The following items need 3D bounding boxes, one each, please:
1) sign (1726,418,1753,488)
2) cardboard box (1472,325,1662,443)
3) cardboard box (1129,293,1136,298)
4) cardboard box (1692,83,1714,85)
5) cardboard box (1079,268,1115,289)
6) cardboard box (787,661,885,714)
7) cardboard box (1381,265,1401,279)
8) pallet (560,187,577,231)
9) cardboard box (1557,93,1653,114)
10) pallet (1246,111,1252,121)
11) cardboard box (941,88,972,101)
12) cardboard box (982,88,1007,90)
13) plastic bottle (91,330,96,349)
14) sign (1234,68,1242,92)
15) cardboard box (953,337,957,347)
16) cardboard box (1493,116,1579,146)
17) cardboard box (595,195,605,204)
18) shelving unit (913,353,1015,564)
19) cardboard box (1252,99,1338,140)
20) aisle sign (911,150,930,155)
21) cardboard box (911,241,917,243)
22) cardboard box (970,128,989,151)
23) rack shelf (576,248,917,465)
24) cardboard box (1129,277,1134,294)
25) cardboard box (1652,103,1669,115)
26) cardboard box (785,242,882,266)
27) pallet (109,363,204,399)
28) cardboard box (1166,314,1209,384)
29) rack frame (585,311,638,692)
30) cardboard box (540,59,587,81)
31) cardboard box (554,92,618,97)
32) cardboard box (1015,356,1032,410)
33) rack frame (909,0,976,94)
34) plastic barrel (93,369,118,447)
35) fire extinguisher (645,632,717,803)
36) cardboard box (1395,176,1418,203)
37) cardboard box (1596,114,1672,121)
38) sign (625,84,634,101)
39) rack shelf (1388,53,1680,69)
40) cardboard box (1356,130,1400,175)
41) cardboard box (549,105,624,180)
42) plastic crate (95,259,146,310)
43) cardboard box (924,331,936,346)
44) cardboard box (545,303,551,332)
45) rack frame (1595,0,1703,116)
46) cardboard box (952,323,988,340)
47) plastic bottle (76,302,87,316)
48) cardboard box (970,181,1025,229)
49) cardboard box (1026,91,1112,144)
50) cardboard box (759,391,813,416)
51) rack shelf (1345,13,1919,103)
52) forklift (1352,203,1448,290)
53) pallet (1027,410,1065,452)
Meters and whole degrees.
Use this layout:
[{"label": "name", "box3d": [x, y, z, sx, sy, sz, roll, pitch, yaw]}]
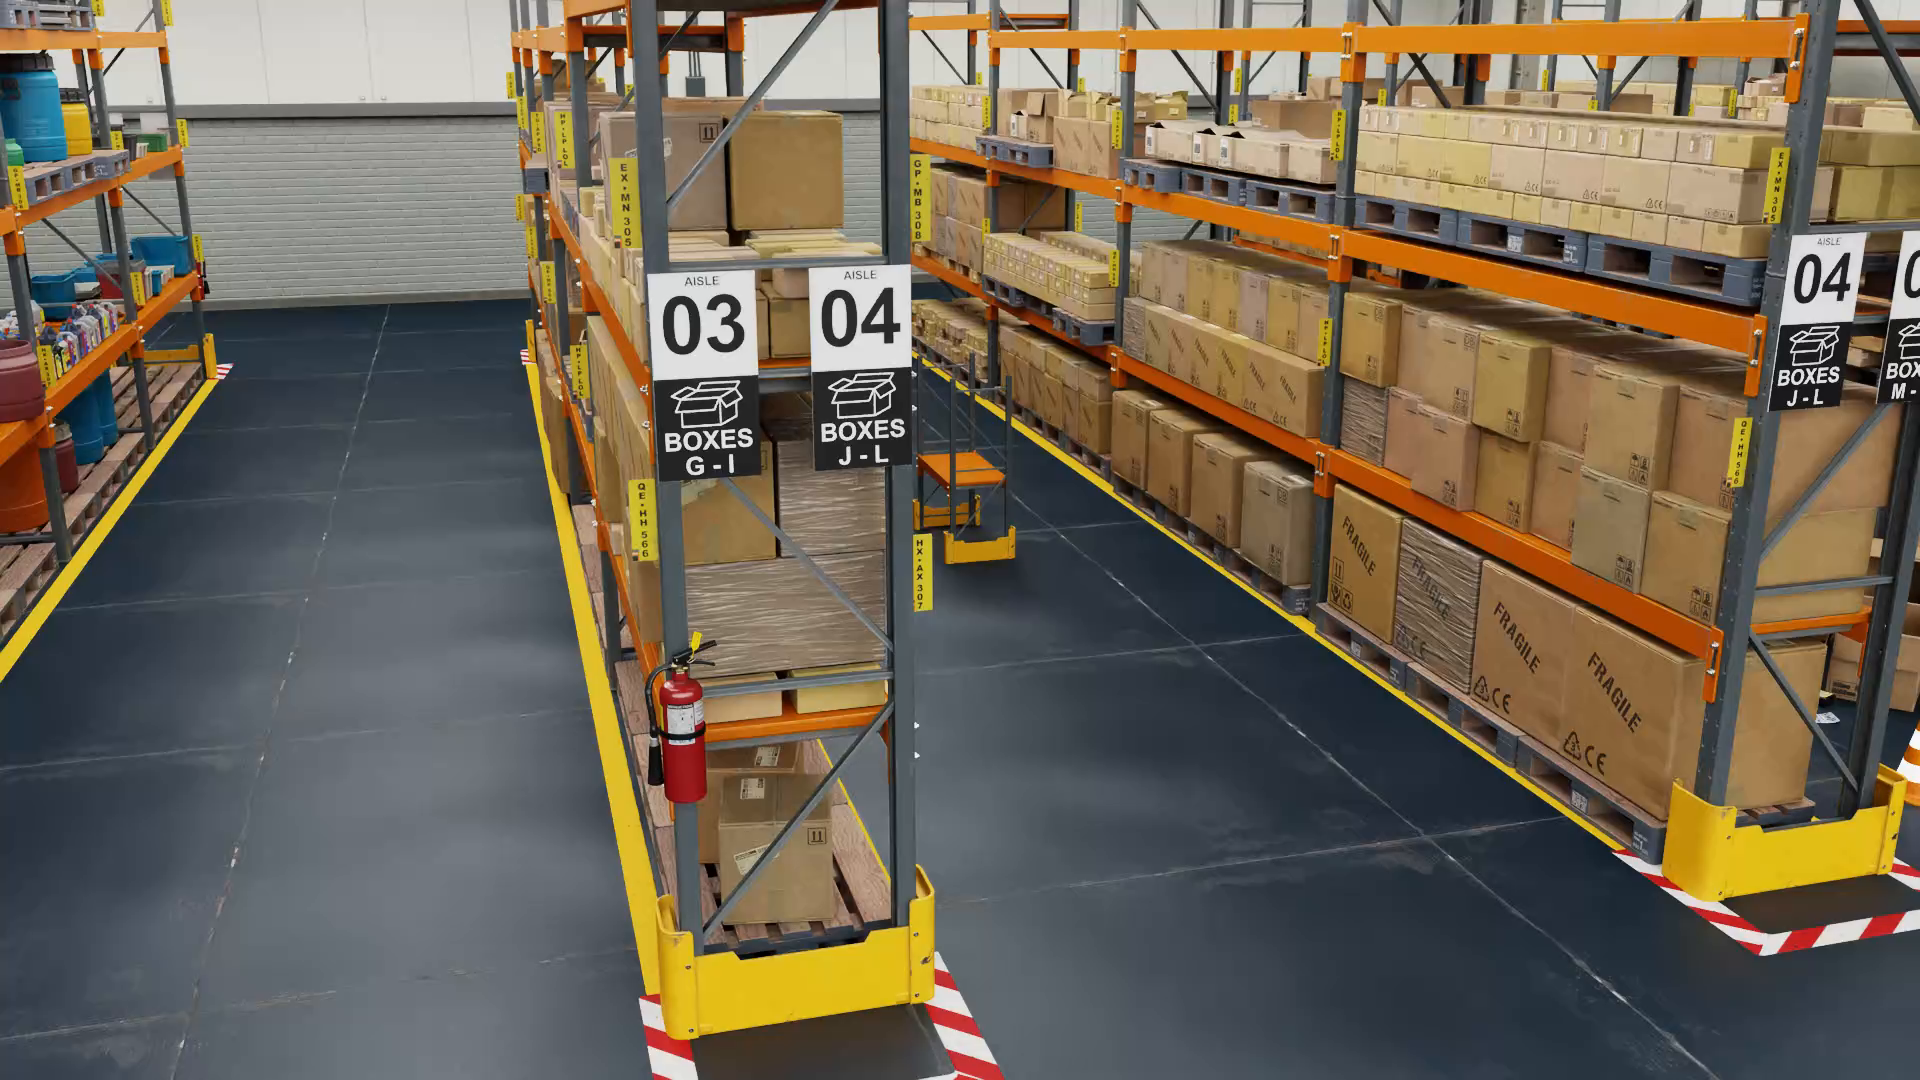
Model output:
[{"label": "sign", "box3d": [3.587, -0.401, 7.649, 0.100, 0.325, 0.005, -5, 17, -15]}, {"label": "cardboard box", "box3d": [3.514, -0.914, 9.642, 0.875, 0.550, 0.500, -5, 17, -15]}, {"label": "cardboard box", "box3d": [1.837, -2.354, 16.283, 0.380, 0.149, 0.250, -4, 17, -12]}, {"label": "cardboard box", "box3d": [10.159, -6.093, 22.683, 0.500, 0.250, 0.500, -5, 17, -16]}, {"label": "cardboard box", "box3d": [1.339, -2.450, 15.568, 0.380, 0.149, 0.250, -5, 18, -17]}, {"label": "cardboard box", "box3d": [-0.533, 0.615, 7.129, 0.380, 0.149, 0.250, -5, 17, -15]}, {"label": "cardboard box", "box3d": [5.414, -3.296, 19.973, 0.500, 0.250, 0.500, -5, 17, -17]}, {"label": "pallet", "box3d": [-2.138, -2.327, 11.597, 1.213, 0.211, 1.003, -5, 17, -15]}, {"label": "cardboard box", "box3d": [6.397, -4.184, 16.543, 0.797, 0.503, 0.637, -6, 18, -19]}, {"label": "pallet", "box3d": [4.661, -5.807, 23.010, 1.003, 0.211, 1.213, -5, 17, -15]}, {"label": "cardboard box", "box3d": [-0.016, -5.454, 20.378, 0.380, 0.149, 0.250, -4, 17, -13]}, {"label": "cardboard box", "box3d": [0.491, -5.497, 20.523, 0.380, 0.149, 0.250, -5, 17, -17]}, {"label": "plastic bottle", "box3d": [-7.991, -1.850, 15.241, 0.097, 0.201, 0.097, 0, 17, 0]}, {"label": "sign", "box3d": [3.912, -6.468, 23.400, 0.100, 0.325, 0.005, -5, 17, -15]}, {"label": "cardboard box", "box3d": [0.128, -2.500, 20.770, 0.380, 0.149, 0.250, -6, 18, -18]}, {"label": "cardboard box", "box3d": [3.205, -2.278, 9.253, 0.380, 0.149, 0.250, -5, 17, -16]}, {"label": "cardboard box", "box3d": [-1.797, -1.811, 9.120, 0.380, 0.149, 0.250, -5, 17, -15]}, {"label": "shelving unit", "box3d": [0.021, -0.697, 13.666, 0.587, 1.500, 1.083, -5, 17, -15]}, {"label": "cardboard box", "box3d": [2.661, -3.260, 13.299, 0.500, 0.500, 0.500, -5, 17, -15]}, {"label": "aisle sign", "box3d": [-0.593, -5.440, 22.328, 0.394, 0.787, 0.004, -5, 17, -15]}, {"label": "cardboard box", "box3d": [-0.427, -4.242, 22.170, 0.500, 0.500, 0.500, -4, 17, -13]}, {"label": "cardboard box", "box3d": [0.420, -4.571, 19.001, 0.500, 0.250, 0.500, -4, 17, -14]}, {"label": "rack shelf", "box3d": [-1.234, -1.053, 8.281, 1.077, 0.370, 4.000, -5, 17, -15]}, {"label": "cardboard box", "box3d": [1.821, -2.506, 16.272, 0.380, 0.149, 0.250, -5, 18, -17]}, {"label": "cardboard box", "box3d": [9.662, -5.811, 22.612, 0.500, 0.250, 0.500, -4, 17, -14]}, {"label": "cardboard box", "box3d": [-0.516, -1.138, 6.879, 0.380, 0.149, 0.250, -4, 17, -14]}, {"label": "pallet", "box3d": [-9.654, -1.876, 19.829, 1.003, 0.211, 1.213, -5, 17, -15]}, {"label": "cardboard box", "box3d": [2.059, -1.608, 13.916, 0.500, 0.500, 0.500, -5, 17, -15]}, {"label": "rack frame", "box3d": [-1.783, -0.515, 10.451, 1.000, 3.000, 0.127, -5, 17, -15]}, {"label": "cardboard box", "box3d": [-4.536, -5.367, 19.010, 0.500, 0.250, 0.500, -5, 18, -17]}, {"label": "cardboard box", "box3d": [-3.813, -4.253, 16.780, 0.700, 0.500, 0.500, -4, 17, -14]}, {"label": "cardboard box", "box3d": [0.910, -1.724, 18.092, 0.500, 0.500, 0.500, -4, 17, -13]}, {"label": "rack frame", "box3d": [-0.284, -7.071, 21.850, 1.000, 3.000, 0.127, -5, 17, -15]}, {"label": "plastic barrel", "box3d": [-8.611, -1.380, 16.250, 0.600, 0.901, 0.708, -5, 17, -15]}, {"label": "fire extinguisher", "box3d": [-1.096, 0.697, 6.552, 0.296, 0.674, 0.183, -5, 17, -15]}, {"label": "cardboard box", "box3d": [2.927, -2.176, 10.300, 0.380, 0.149, 0.250, -5, 17, -15]}, {"label": "cardboard box", "box3d": [3.838, -2.330, 9.427, 0.380, 0.149, 0.250, -4, 17, -15]}, {"label": "sign", "box3d": [-3.463, -4.608, 17.418, 0.100, 0.325, 0.005, -5, 17, -15]}, {"label": "rack shelf", "box3d": [6.096, -5.295, 17.882, 1.077, 0.370, 4.000, -5, 17, -15]}, {"label": "cardboard box", "box3d": [2.879, -2.478, 10.612, 0.500, 0.250, 0.500, -5, 17, -15]}, {"label": "cardboard box", "box3d": [-2.720, -2.915, 12.187, 0.500, 0.500, 0.500, -5, 17, -17]}, {"label": "plastic crate", "box3d": [-8.748, -2.662, 17.384, 0.402, 0.464, 0.583, -5, 17, -15]}, {"label": "cardboard box", "box3d": [-0.258, -2.650, 21.786, 0.380, 0.149, 0.250, -4, 17, -15]}, {"label": "cardboard box", "box3d": [-3.820, -2.351, 16.390, 0.500, 0.500, 0.500, -5, 17, -17]}, {"label": "rack frame", "box3d": [6.646, -5.278, 15.880, 1.000, 3.000, 0.127, -5, 17, -15]}, {"label": "cardboard box", "box3d": [0.124, -2.571, 20.490, 0.380, 0.149, 0.250, -6, 18, -18]}, {"label": "plastic bottle", "box3d": [-8.315, -2.072, 15.723, 0.144, 0.351, 0.185, -5, 17, -15]}, {"label": "cardboard box", "box3d": [0.426, -3.869, 19.191, 0.500, 0.500, 0.500, -5, 18, -17]}, {"label": "cardboard box", "box3d": [1.113, -4.341, 17.066, 0.797, 0.503, 0.637, -5, 17, -16]}, {"label": "cardboard box", "box3d": [-0.704, -0.390, 7.607, 0.500, 0.500, 0.500, -5, 17, -15]}, {"label": "rack shelf", "box3d": [3.563, -2.663, 9.120, 1.077, 0.370, 4.000, -5, 17, -15]}, {"label": "forklift", "box3d": [4.322, -2.157, 16.037, 1.130, 2.935, 3.031, -5, 17, -16]}, {"label": "pallet", "box3d": [1.369, -1.203, 17.589, 1.003, 0.211, 1.213, -5, 17, -15]}]
